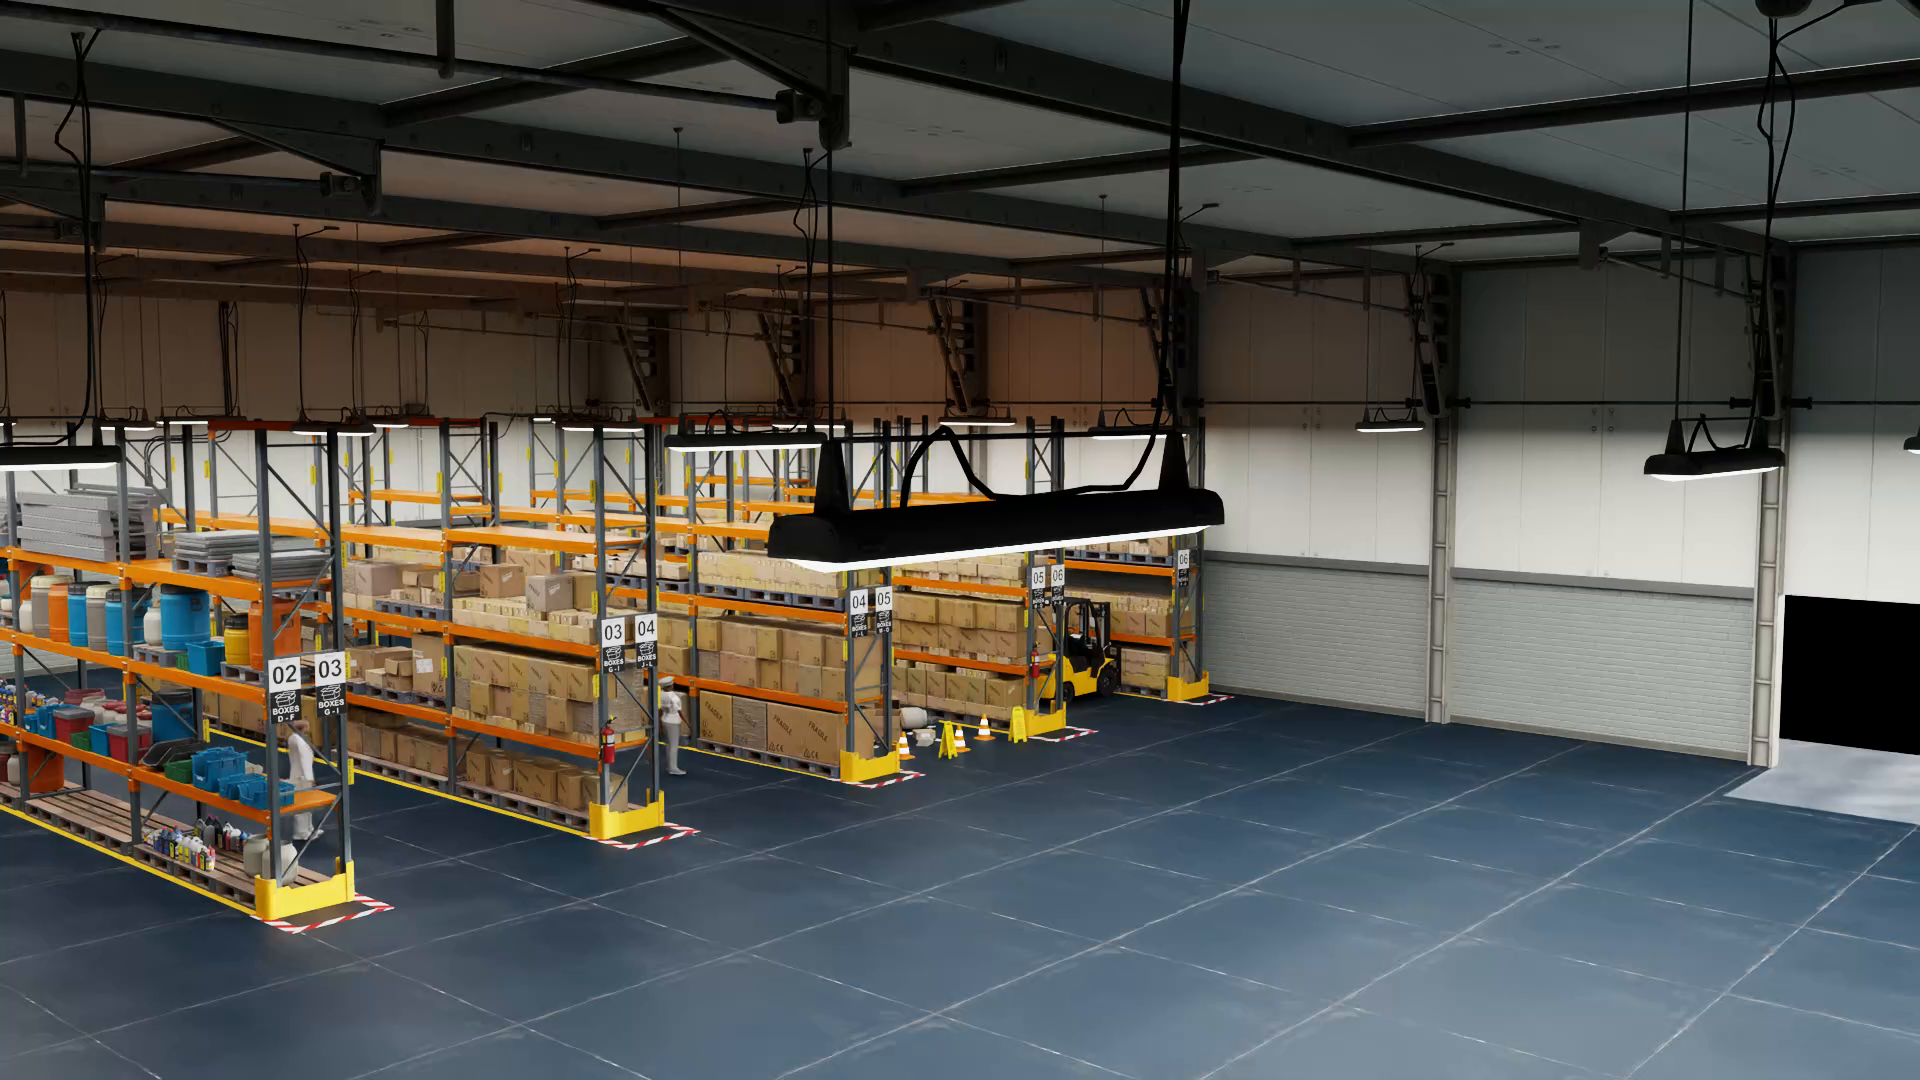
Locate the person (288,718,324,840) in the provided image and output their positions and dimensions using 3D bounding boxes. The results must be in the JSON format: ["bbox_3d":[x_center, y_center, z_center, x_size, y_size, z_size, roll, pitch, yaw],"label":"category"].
[{"bbox_3d":[-9.490,3.450,24.093,0.449,1.782,0.624,-2,5,-18],"label":"person"}]

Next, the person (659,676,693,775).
[{"bbox_3d":[-4.860,3.155,28.303,0.532,1.706,0.522,-2,5,-26],"label":"person"}]
